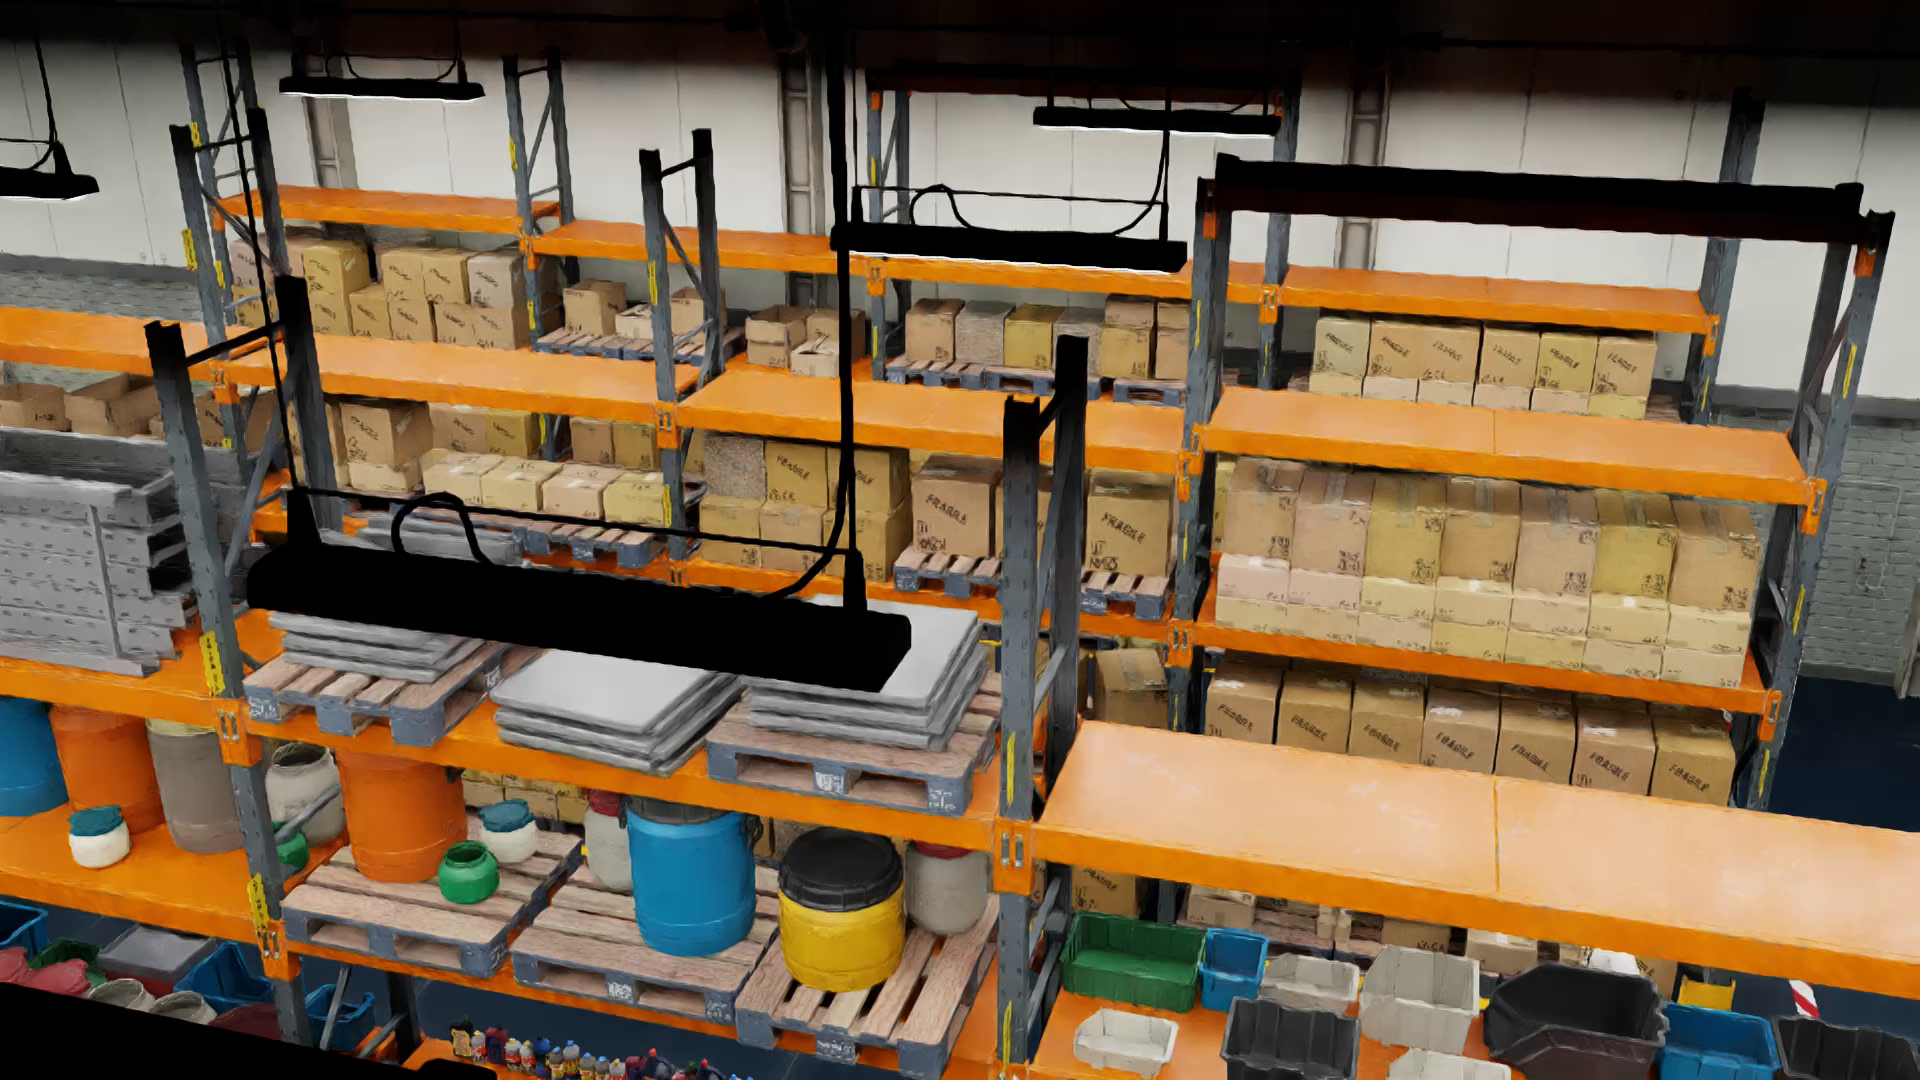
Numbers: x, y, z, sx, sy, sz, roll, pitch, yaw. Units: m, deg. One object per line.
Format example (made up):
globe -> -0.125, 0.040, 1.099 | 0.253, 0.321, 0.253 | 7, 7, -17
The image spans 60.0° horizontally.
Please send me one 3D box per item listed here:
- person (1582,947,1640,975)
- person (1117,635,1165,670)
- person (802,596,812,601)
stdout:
person -> 4.331, 3.124, 11.011 | 0.546, 1.733, 0.721 | 5, 23, 13
person -> 1.672, 1.278, 15.527 | 0.492, 1.671, 0.431 | -4, 23, -9
person -> -1.484, 0.497, 17.463 | 1.086, 1.589, 0.495 | 7, 24, 17
